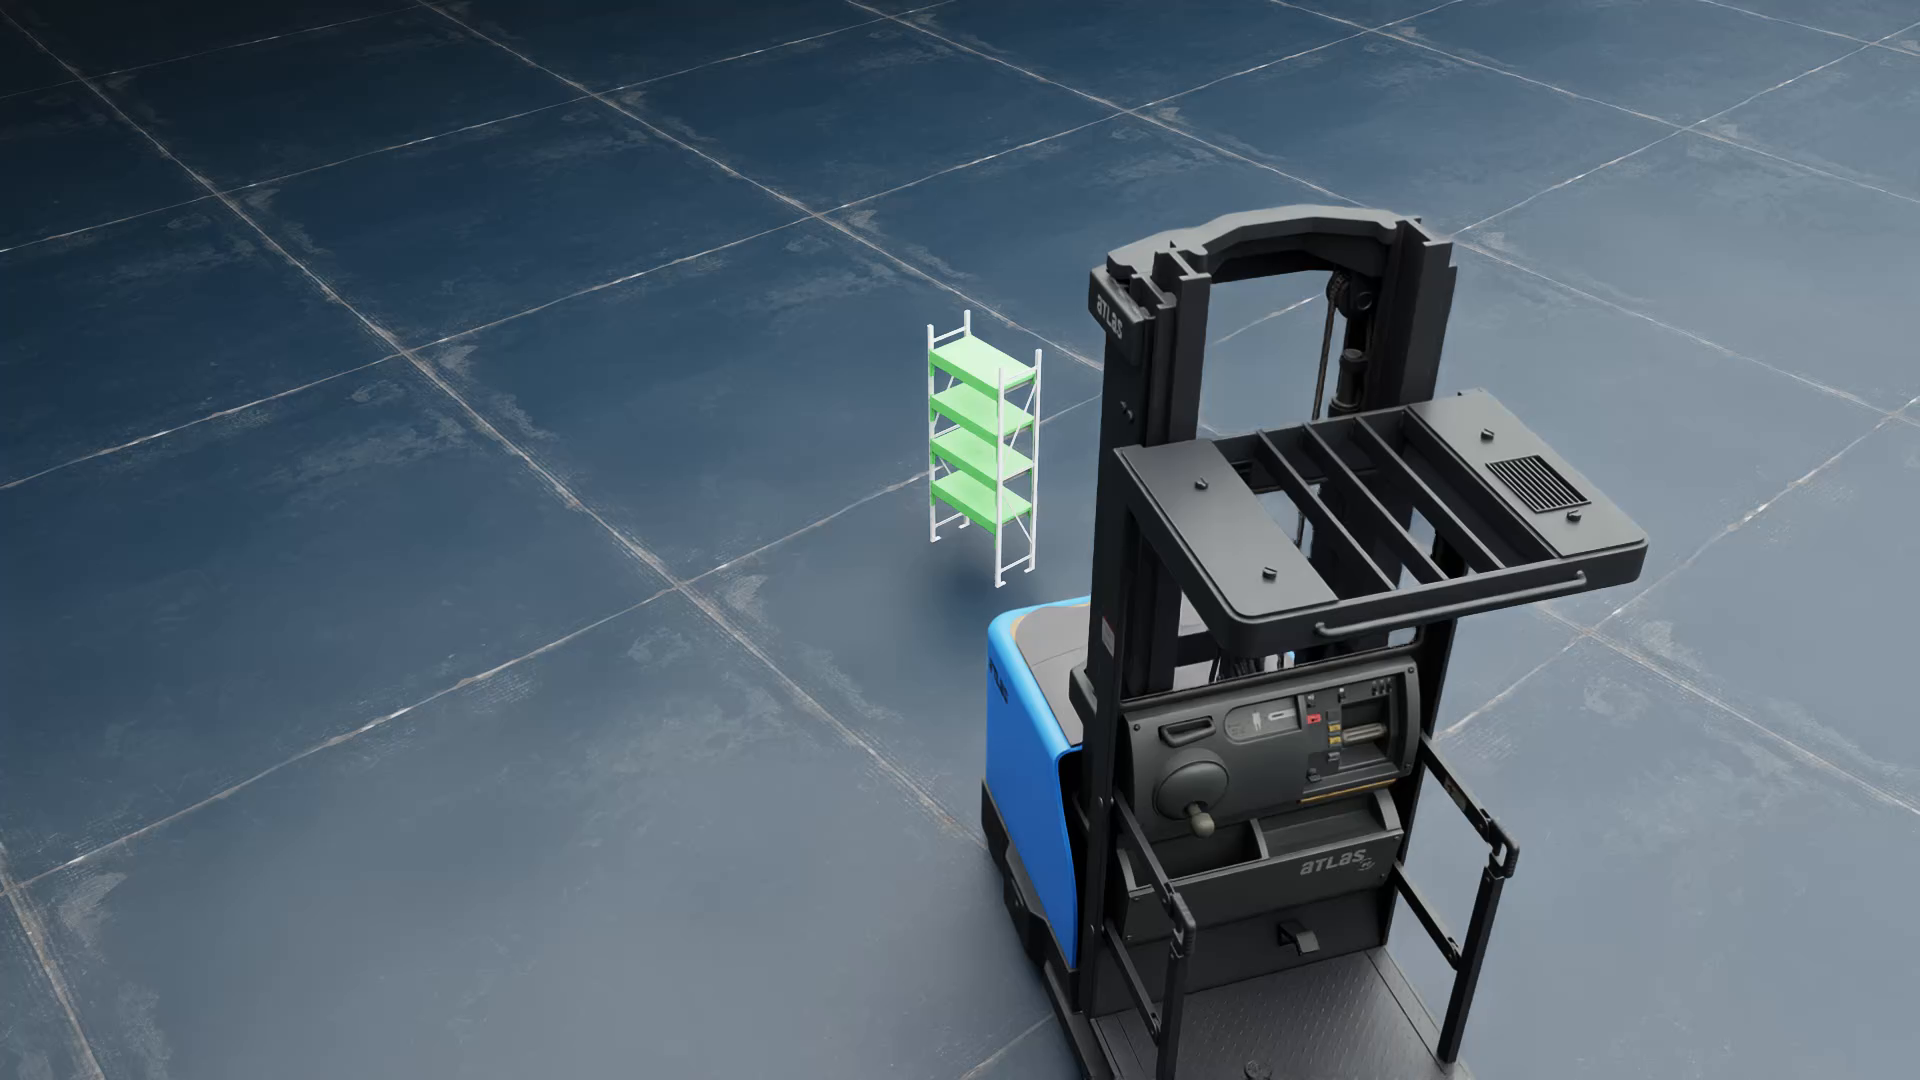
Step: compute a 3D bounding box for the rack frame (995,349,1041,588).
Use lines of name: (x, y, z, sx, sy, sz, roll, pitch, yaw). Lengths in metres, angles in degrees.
rack frame: (0.264, -0.309, 7.648, 0.240, 1.200, 0.015, -26, 43, -32)

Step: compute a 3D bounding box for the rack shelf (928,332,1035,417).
rack shelf: (0.107, -0.756, 7.560, 0.258, 0.148, 0.480, -26, 43, -32)

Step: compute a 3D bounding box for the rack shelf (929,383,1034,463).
rack shelf: (0.107, -0.560, 7.698, 0.258, 0.148, 0.480, -26, 43, -32)

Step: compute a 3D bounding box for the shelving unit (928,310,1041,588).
shelving unit: (0.107, -0.417, 7.800, 0.258, 1.200, 0.503, -26, 43, -32)

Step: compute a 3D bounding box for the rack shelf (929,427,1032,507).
rack shelf: (0.107, -0.364, 7.837, 0.258, 0.148, 0.480, -26, 43, -32)

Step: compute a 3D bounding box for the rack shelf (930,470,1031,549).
rack shelf: (0.107, -0.169, 7.976, 0.258, 0.148, 0.480, -26, 43, -32)

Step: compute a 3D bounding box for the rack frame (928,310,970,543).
rack frame: (-0.051, -0.524, 7.952, 0.240, 1.200, 0.015, -26, 43, -32)

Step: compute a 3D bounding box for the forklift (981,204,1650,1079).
forklift: (1.000, 0.680, 4.753, 1.130, 2.935, 3.031, -10, 37, -14)
